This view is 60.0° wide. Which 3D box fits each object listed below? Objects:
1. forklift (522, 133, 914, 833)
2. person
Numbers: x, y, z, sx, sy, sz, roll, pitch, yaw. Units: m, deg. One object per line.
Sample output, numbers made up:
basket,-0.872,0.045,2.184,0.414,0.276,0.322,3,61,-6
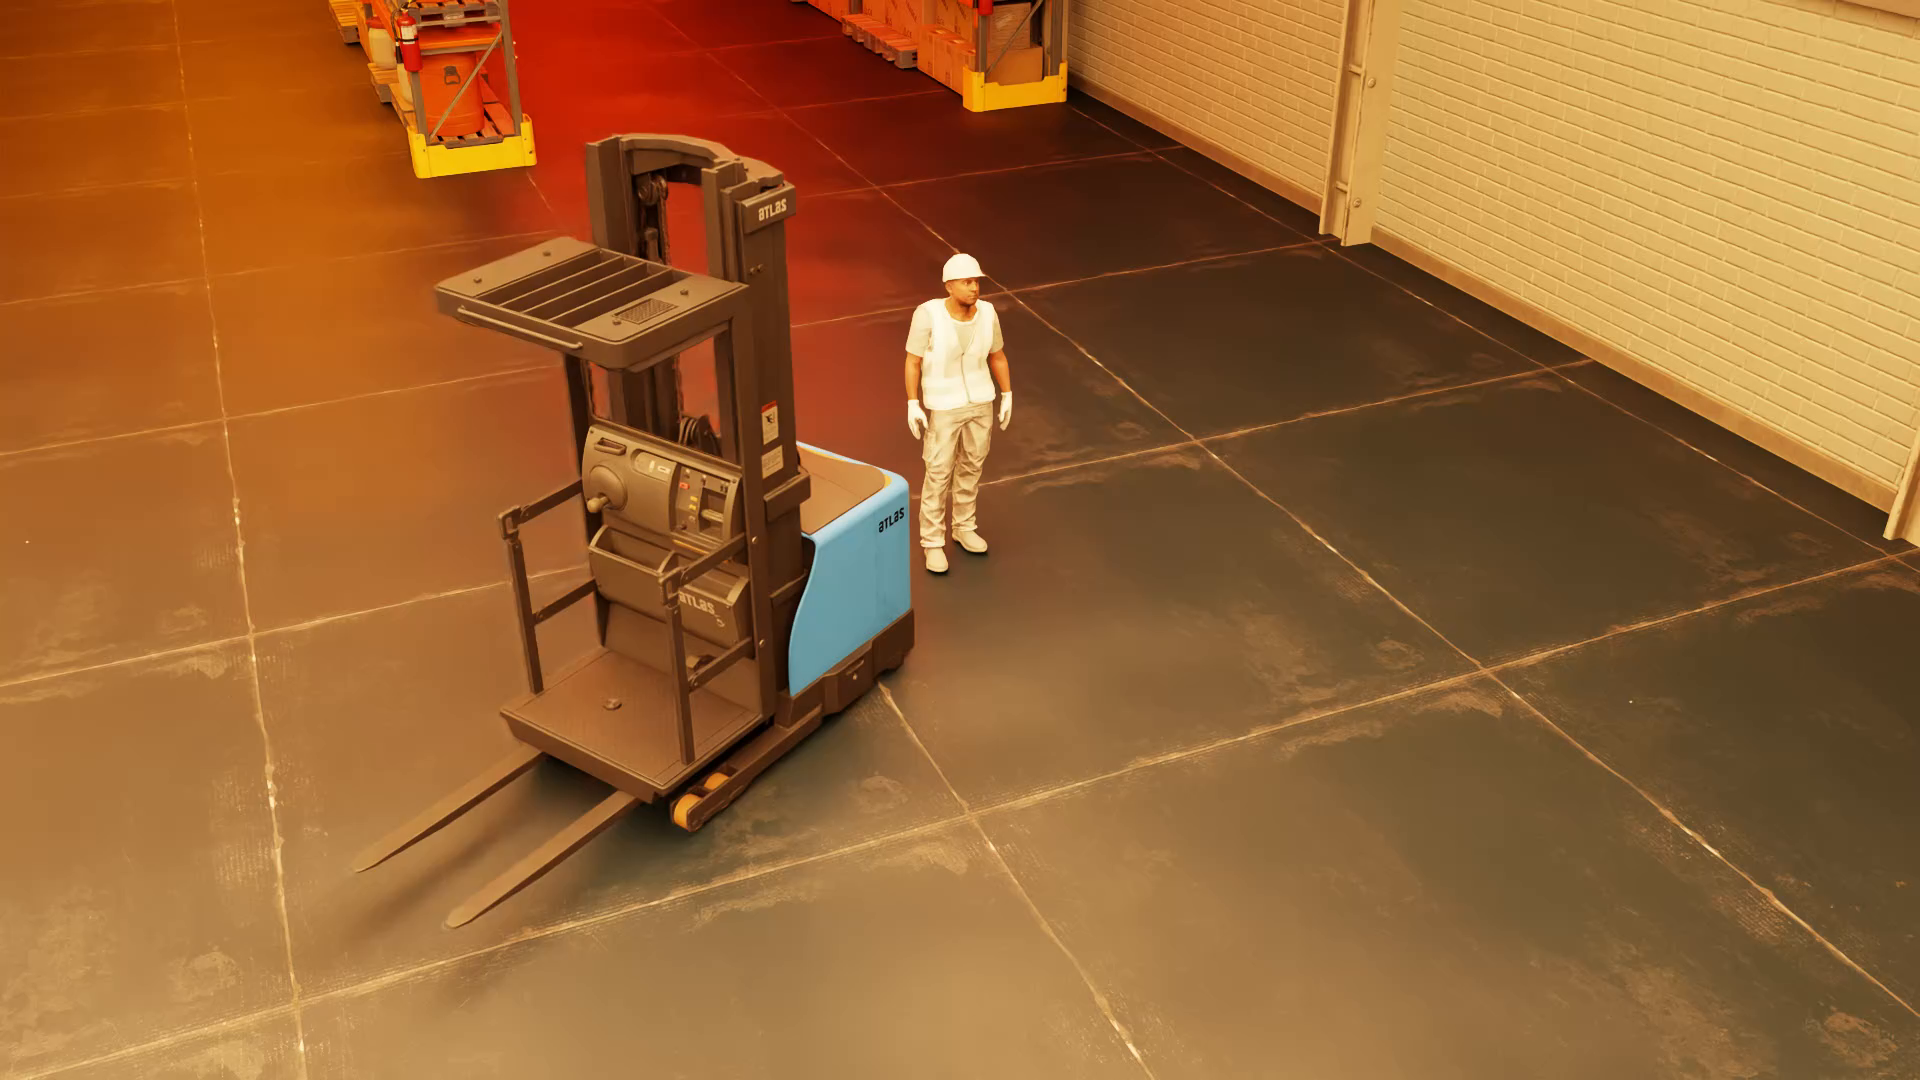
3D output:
forklift,-1.495,-0.196,7.463,1.130,2.935,3.031,19,35,30
person,0.020,-0.730,9.575,0.656,1.745,0.577,-12,32,-20
